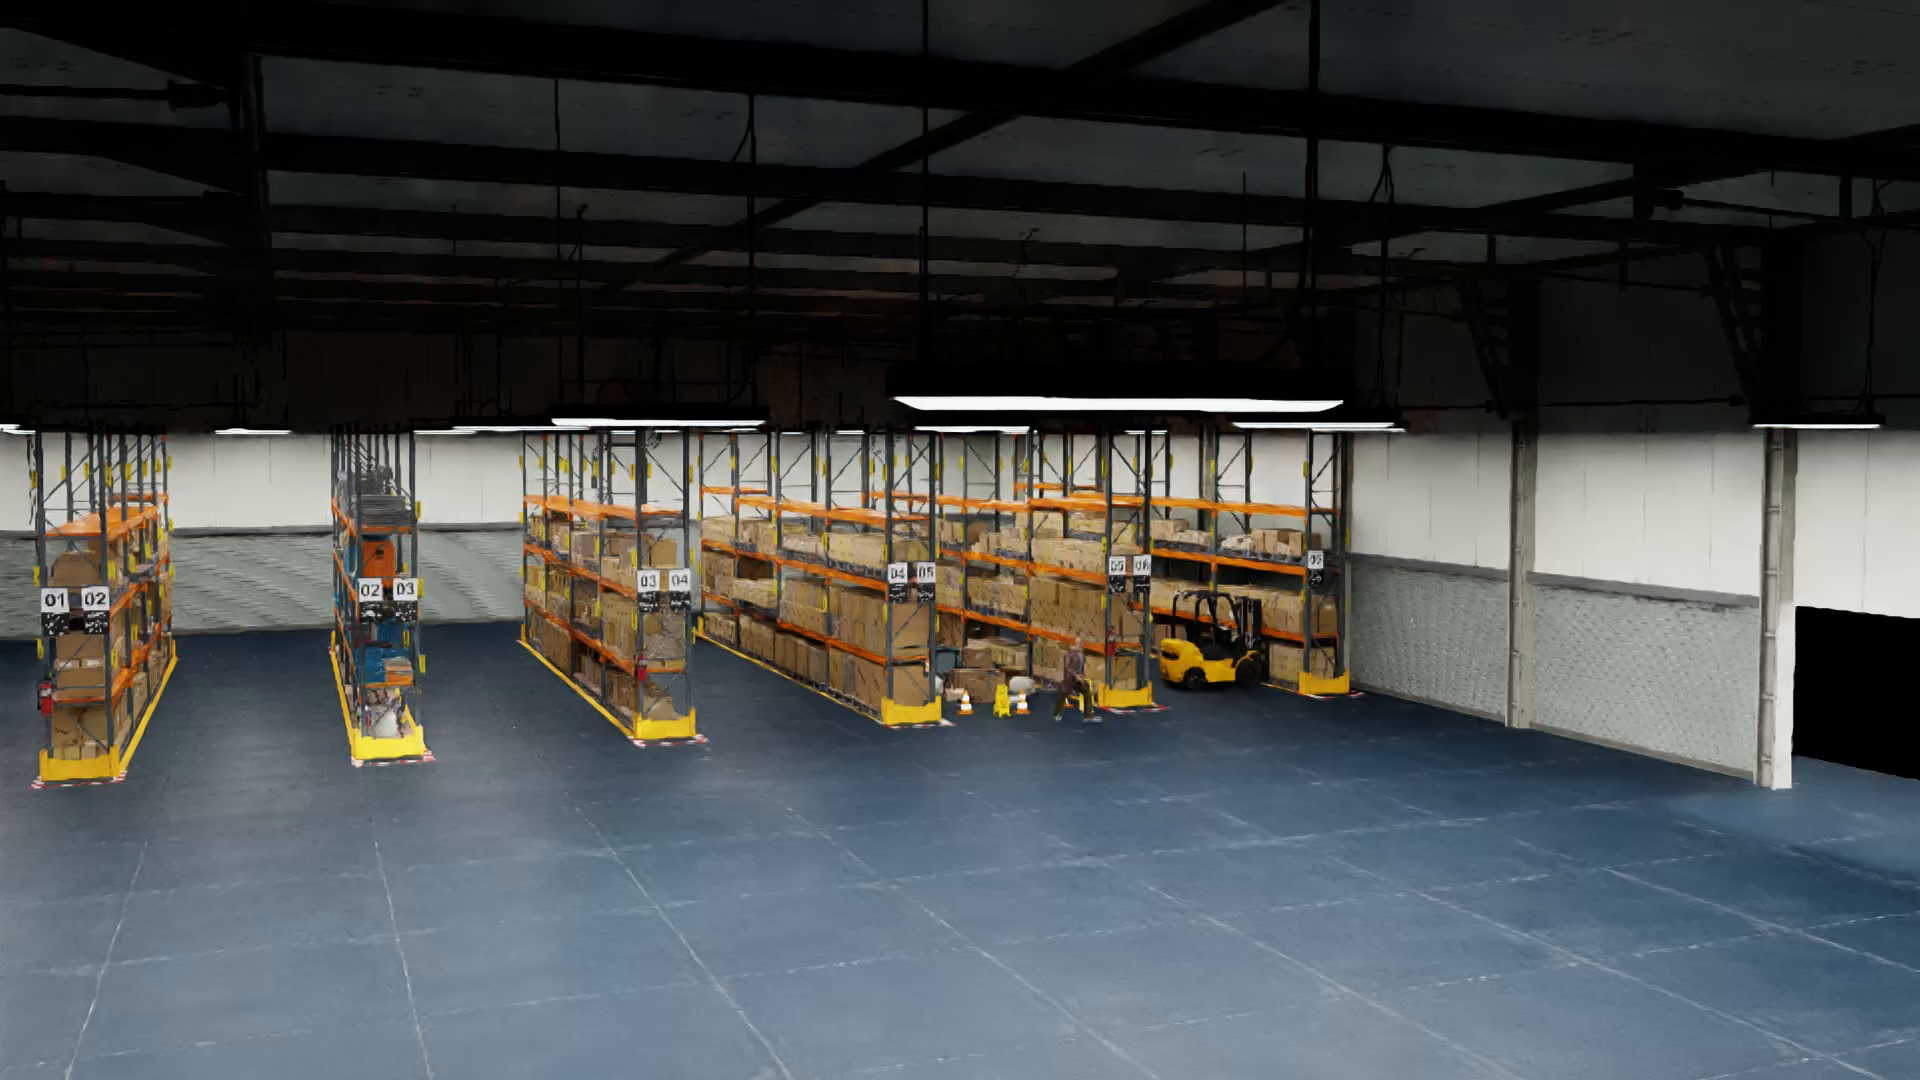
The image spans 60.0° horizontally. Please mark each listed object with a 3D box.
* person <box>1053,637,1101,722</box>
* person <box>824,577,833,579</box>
[{"bbox_3d":[2.285,2.778,33.241,0.712,1.712,0.904,-3,5,-38],"label":"person"},{"bbox_3d":[-3.862,1.817,49.338,0.527,1.656,0.579,-3,4,-37],"label":"person"}]
